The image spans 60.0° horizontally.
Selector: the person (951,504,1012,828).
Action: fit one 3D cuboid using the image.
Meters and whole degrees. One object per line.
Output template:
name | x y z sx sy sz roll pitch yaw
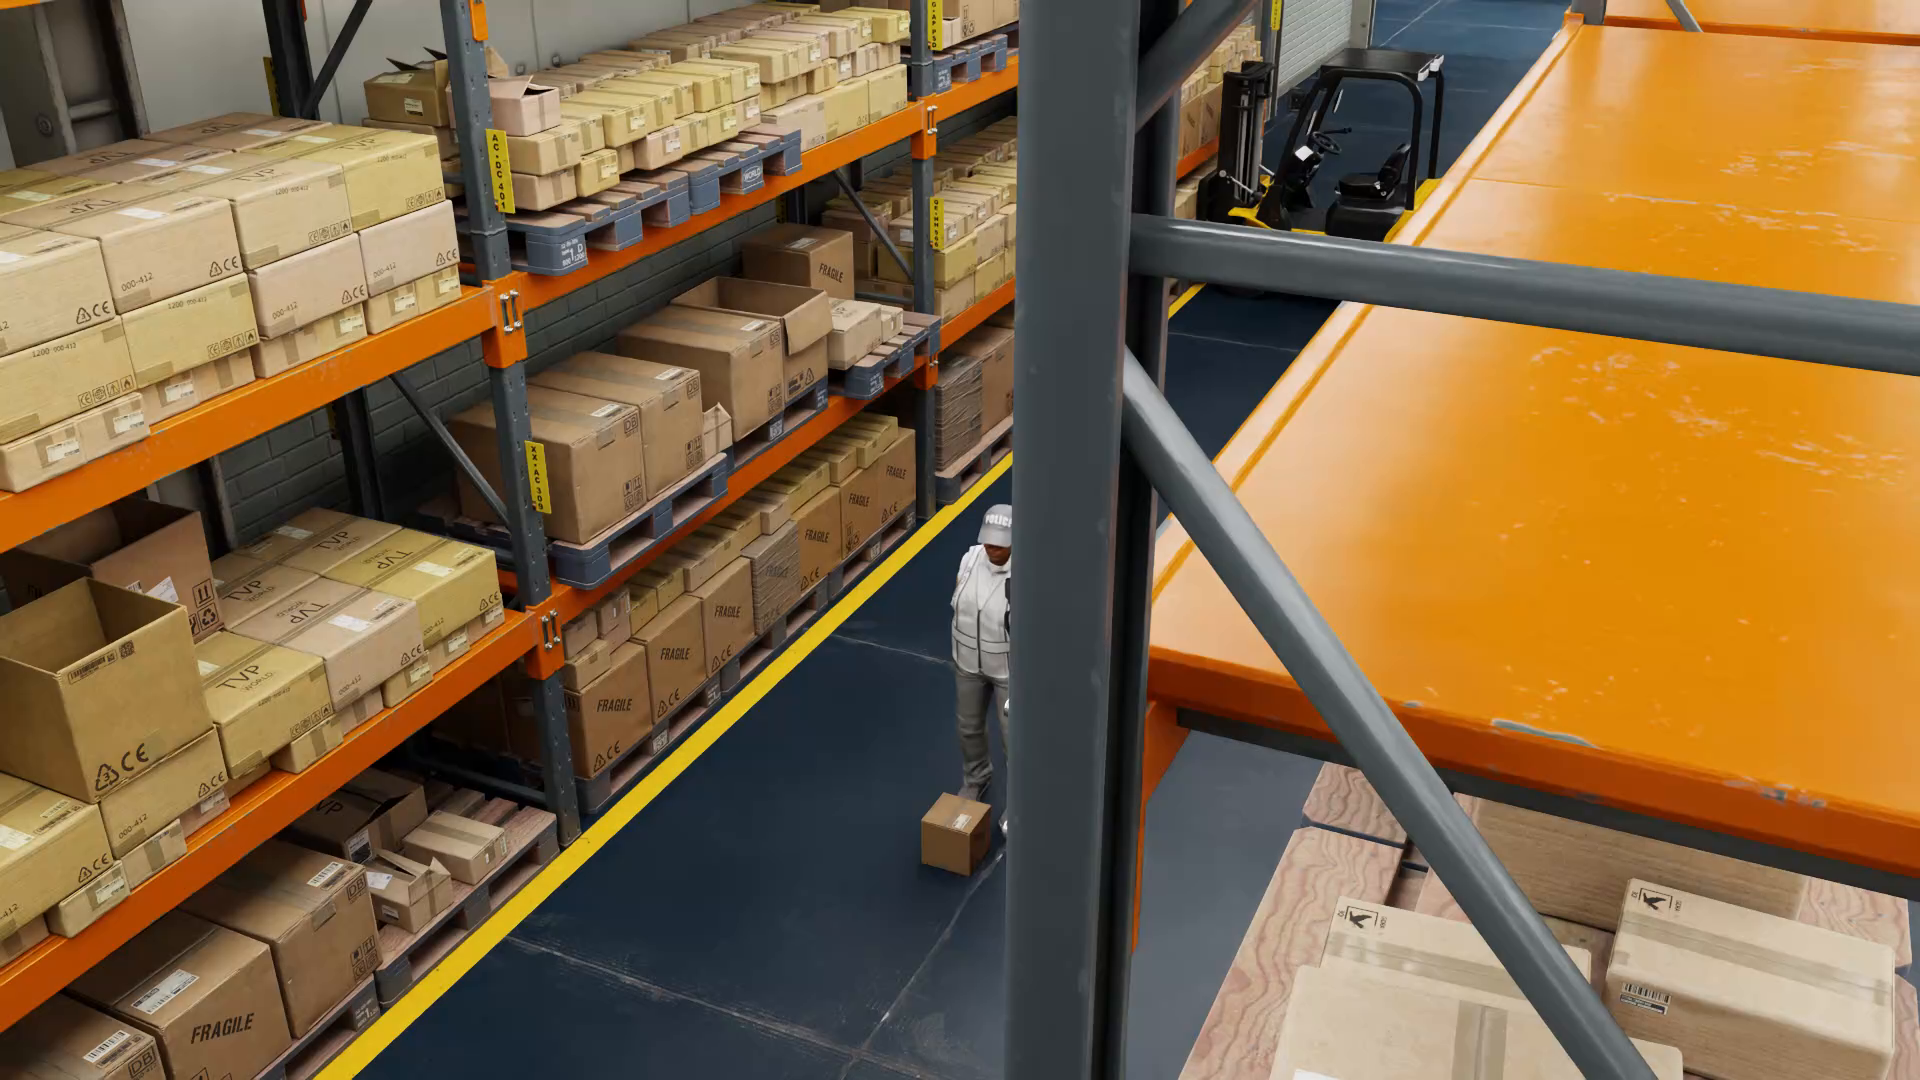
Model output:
person | 0.181 0.594 7.920 0.468 1.661 0.391 12 29 23
